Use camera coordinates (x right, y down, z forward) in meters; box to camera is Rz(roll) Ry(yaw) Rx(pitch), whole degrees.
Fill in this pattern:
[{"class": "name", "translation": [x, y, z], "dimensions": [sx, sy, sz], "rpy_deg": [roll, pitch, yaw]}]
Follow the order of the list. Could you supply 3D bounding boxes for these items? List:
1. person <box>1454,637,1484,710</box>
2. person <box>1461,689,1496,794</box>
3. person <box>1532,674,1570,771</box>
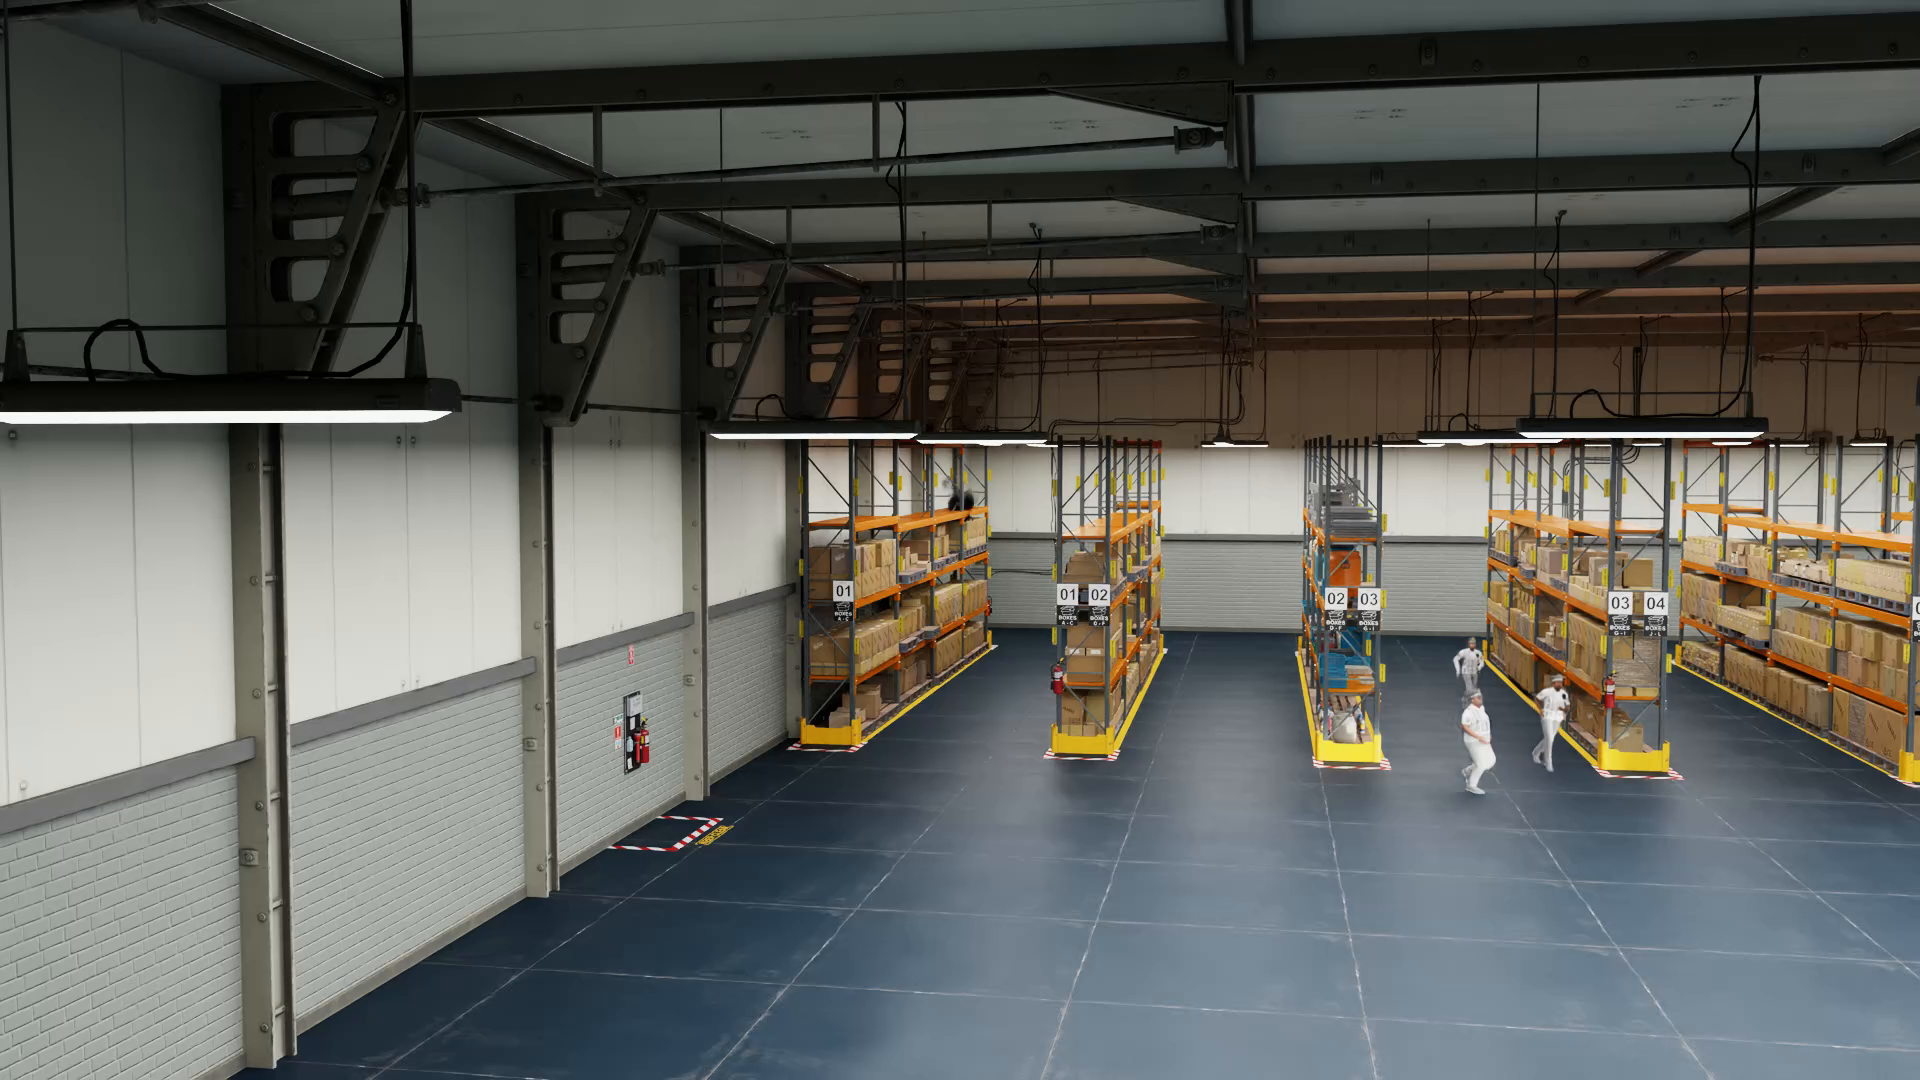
[{"class": "person", "translation": [11.104, 2.924, 36.170], "dimensions": [0.583, 1.646, 0.700], "rpy_deg": [0, 3, -4]}, {"class": "person", "translation": [8.647, 3.351, 27.819], "dimensions": [0.545, 1.751, 0.667], "rpy_deg": [3, 4, 43]}, {"class": "person", "translation": [10.707, 3.276, 30.058], "dimensions": [0.575, 1.737, 0.817], "rpy_deg": [-1, 3, -11]}]
